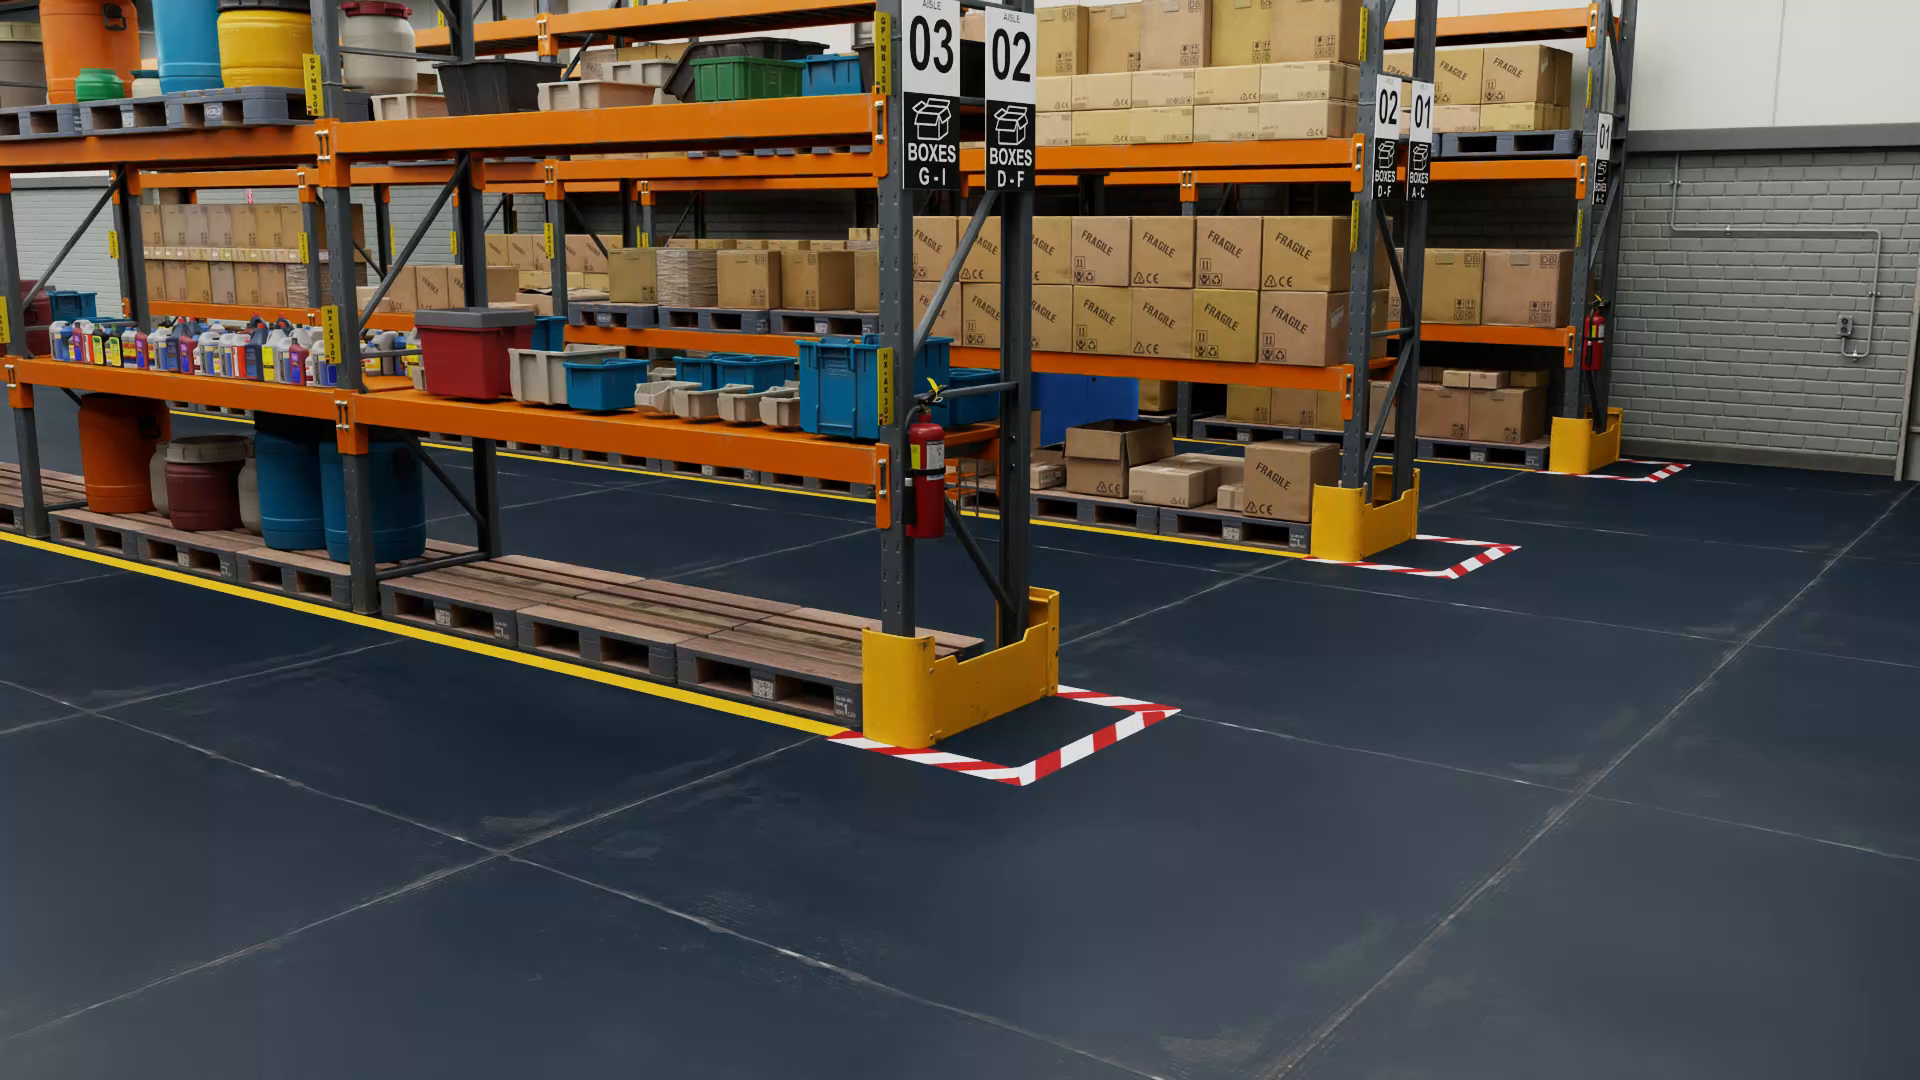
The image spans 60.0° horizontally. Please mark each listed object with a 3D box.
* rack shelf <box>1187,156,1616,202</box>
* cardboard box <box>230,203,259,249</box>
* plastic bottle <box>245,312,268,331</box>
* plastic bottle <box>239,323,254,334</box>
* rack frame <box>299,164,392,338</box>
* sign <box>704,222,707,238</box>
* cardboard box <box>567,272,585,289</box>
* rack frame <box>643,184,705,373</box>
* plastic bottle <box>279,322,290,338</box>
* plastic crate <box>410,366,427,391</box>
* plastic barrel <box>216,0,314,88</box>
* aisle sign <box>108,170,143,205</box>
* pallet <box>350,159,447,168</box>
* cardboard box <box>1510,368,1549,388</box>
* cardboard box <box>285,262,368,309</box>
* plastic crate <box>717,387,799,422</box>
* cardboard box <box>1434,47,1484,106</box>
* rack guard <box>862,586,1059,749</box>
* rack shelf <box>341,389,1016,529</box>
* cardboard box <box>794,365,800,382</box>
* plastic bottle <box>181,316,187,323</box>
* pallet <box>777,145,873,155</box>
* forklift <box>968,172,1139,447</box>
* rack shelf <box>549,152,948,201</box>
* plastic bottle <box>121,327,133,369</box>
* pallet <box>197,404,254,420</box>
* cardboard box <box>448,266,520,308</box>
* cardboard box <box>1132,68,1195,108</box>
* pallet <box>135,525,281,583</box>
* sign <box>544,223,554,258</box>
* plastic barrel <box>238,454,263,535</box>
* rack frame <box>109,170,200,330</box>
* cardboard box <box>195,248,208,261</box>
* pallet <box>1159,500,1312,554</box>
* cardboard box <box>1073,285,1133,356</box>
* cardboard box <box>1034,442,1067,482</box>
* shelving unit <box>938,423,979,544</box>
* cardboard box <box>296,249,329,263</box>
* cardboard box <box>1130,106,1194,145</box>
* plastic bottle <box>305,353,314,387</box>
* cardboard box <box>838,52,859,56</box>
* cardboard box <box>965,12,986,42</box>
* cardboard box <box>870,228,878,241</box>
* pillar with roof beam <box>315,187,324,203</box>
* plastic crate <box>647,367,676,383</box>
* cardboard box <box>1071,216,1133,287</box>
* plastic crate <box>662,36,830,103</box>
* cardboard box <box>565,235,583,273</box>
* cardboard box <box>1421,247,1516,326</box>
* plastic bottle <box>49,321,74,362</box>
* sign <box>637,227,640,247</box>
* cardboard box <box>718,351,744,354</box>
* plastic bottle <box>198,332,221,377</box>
[{"bbox_3d":[4.248,-3.520,16.326,4.000,0.370,1.077,8,13,36],"label":"rack shelf"},{"bbox_3d":[-7.914,-3.614,19.136,0.500,0.500,0.700,8,13,36],"label":"cardboard box"},{"bbox_3d":[-4.849,-1.402,11.507,0.185,0.351,0.144,8,13,36],"label":"plastic bottle"},{"bbox_3d":[-4.889,-1.350,11.417,0.133,0.283,0.061,8,13,36],"label":"plastic bottle"},{"bbox_3d":[-6.741,-2.766,18.432,0.127,3.000,1.000,8,13,36],"label":"rack frame"},{"bbox_3d":[-3.486,-4.179,22.685,0.005,0.325,0.100,8,13,36],"label":"sign"},{"bbox_3d":[-5.184,-3.580,22.978,0.500,0.250,0.500,8,13,35],"label":"cardboard box"},{"bbox_3d":[-3.812,-3.525,22.354,0.127,3.000,1.000,8,13,36],"label":"rack frame"},{"bbox_3d":[-4.226,-1.181,10.366,0.185,0.351,0.144,8,13,36],"label":"plastic bottle"},{"bbox_3d":[-2.937,-0.935,9.501,0.243,0.136,0.396,8,13,36],"label":"plastic crate"},{"bbox_3d":[-4.084,-2.952,9.892,0.600,0.588,0.600,0,11,0],"label":"plastic barrel"},{"bbox_3d":[-10.199,-4.453,20.305,0.004,0.787,0.394,8,13,36],"label":"aisle sign"},{"bbox_3d":[-6.022,-4.048,17.663,1.217,0.209,0.805,7,13,33],"label":"pallet"},{"bbox_3d":[5.456,-1.553,15.929,0.250,0.149,0.380,8,14,36],"label":"cardboard box"},{"bbox_3d":[-7.102,-2.864,18.675,0.500,0.500,0.700,8,13,34],"label":"cardboard box"},{"bbox_3d":[-0.993,-0.658,8.070,0.243,0.136,0.396,8,13,36],"label":"plastic crate"},{"bbox_3d":[4.712,-4.297,15.498,0.500,0.500,0.500,8,14,37],"label":"cardboard box"},{"bbox_3d":[0.023,0.569,7.774,0.348,0.500,1.175,8,13,36],"label":"rack guard"},{"bbox_3d":[-1.616,-0.531,8.771,4.000,0.370,1.077,8,13,36],"label":"rack shelf"},{"bbox_3d":[-1.345,-1.428,14.962,0.500,0.250,0.500,8,14,36],"label":"cardboard box"},{"bbox_3d":[-5.687,-1.495,12.169,0.133,0.283,0.061,8,13,36],"label":"plastic bottle"},{"bbox_3d":[-0.777,-3.331,13.950,1.003,0.211,1.213,8,13,36],"label":"pallet"},{"bbox_3d":[0.712,-2.224,15.810,1.130,2.935,3.031,-3,11,-15],"label":"forklift"},{"bbox_3d":[-1.905,-3.211,14.728,4.000,0.370,1.077,8,13,36],"label":"rack shelf"},{"bbox_3d":[-5.551,-1.287,11.125,0.097,0.271,0.097,0,11,0],"label":"plastic bottle"},{"bbox_3d":[-8.345,-1.630,19.900,1.213,0.211,1.003,8,13,36],"label":"pallet"},{"bbox_3d":[-4.879,-2.552,17.060,0.500,0.500,0.500,7,13,33],"label":"cardboard box"},{"bbox_3d":[1.562,-3.193,11.821,0.500,0.250,0.500,8,13,36],"label":"cardboard box"},{"bbox_3d":[-4.813,0.030,11.320,1.213,0.211,1.003,8,13,36],"label":"pallet"},{"bbox_3d":[-3.843,-2.800,15.556,0.005,0.325,0.100,8,13,36],"label":"sign"},{"bbox_3d":[-4.629,-0.314,11.201,0.421,0.512,0.421,0,11,0],"label":"plastic barrel"},{"bbox_3d":[-9.965,-3.216,20.756,0.127,3.000,1.000,8,13,36],"label":"rack frame"},{"bbox_3d":[-8.737,-3.362,19.540,0.250,0.149,0.380,8,13,35],"label":"cardboard box"},{"bbox_3d":[2.227,-0.146,12.230,1.213,0.211,1.003,8,13,36],"label":"pallet"},{"bbox_3d":[1.184,-1.646,12.379,0.500,0.500,0.500,8,13,35],"label":"cardboard box"},{"bbox_3d":[0.939,-0.658,13.454,0.500,0.311,0.500,8,13,36],"label":"cardboard box"},{"bbox_3d":[-0.012,-0.591,11.924,0.189,1.200,0.258,8,13,36],"label":"shelving unit"},{"bbox_3d":[-7.087,-3.132,18.349,0.250,0.149,0.380,8,13,35],"label":"cardboard box"},{"bbox_3d":[1.554,-2.946,11.857,0.500,0.250,0.500,8,13,36],"label":"cardboard box"},{"bbox_3d":[-3.847,-1.015,9.903,0.097,0.201,0.097,0,11,0],"label":"plastic bottle"},{"bbox_3d":[-0.655,-3.712,13.790,0.600,0.600,0.600,6,13,30],"label":"cardboard box"},{"bbox_3d":[0.441,-3.753,12.738,0.500,0.500,0.700,8,13,36],"label":"cardboard box"},{"bbox_3d":[-0.884,-3.693,20.093,0.250,0.149,0.380,6,12,28],"label":"cardboard box"},{"bbox_3d":[-13.344,-6.989,24.466,0.400,9.000,9.100,8,13,36],"label":"pillar with roof beam"},{"bbox_3d":[-1.646,-0.859,9.110,0.466,0.136,0.293,8,13,36],"label":"plastic crate"},{"bbox_3d":[1.167,-2.137,12.284,0.500,0.500,0.500,8,14,37],"label":"cardboard box"},{"bbox_3d":[-1.073,-2.315,8.367,0.767,0.338,0.504,8,13,36],"label":"plastic crate"},{"bbox_3d":[-5.181,-3.949,22.912,0.500,0.500,0.500,7,13,34],"label":"cardboard box"},{"bbox_3d":[4.850,-2.459,16.054,0.700,0.700,0.980,8,13,35],"label":"cardboard box"},{"bbox_3d":[-6.295,-1.400,11.694,0.135,0.276,0.152,8,13,36],"label":"plastic bottle"},{"bbox_3d":[-3.203,-2.930,16.440,0.005,0.325,0.100,8,13,36],"label":"sign"},{"bbox_3d":[-2.763,-2.383,21.874,0.500,0.500,0.700,8,13,34],"label":"cardboard box"},{"bbox_3d":[-4.733,-1.182,10.568,0.135,0.276,0.152,8,13,36],"label":"plastic bottle"}]
